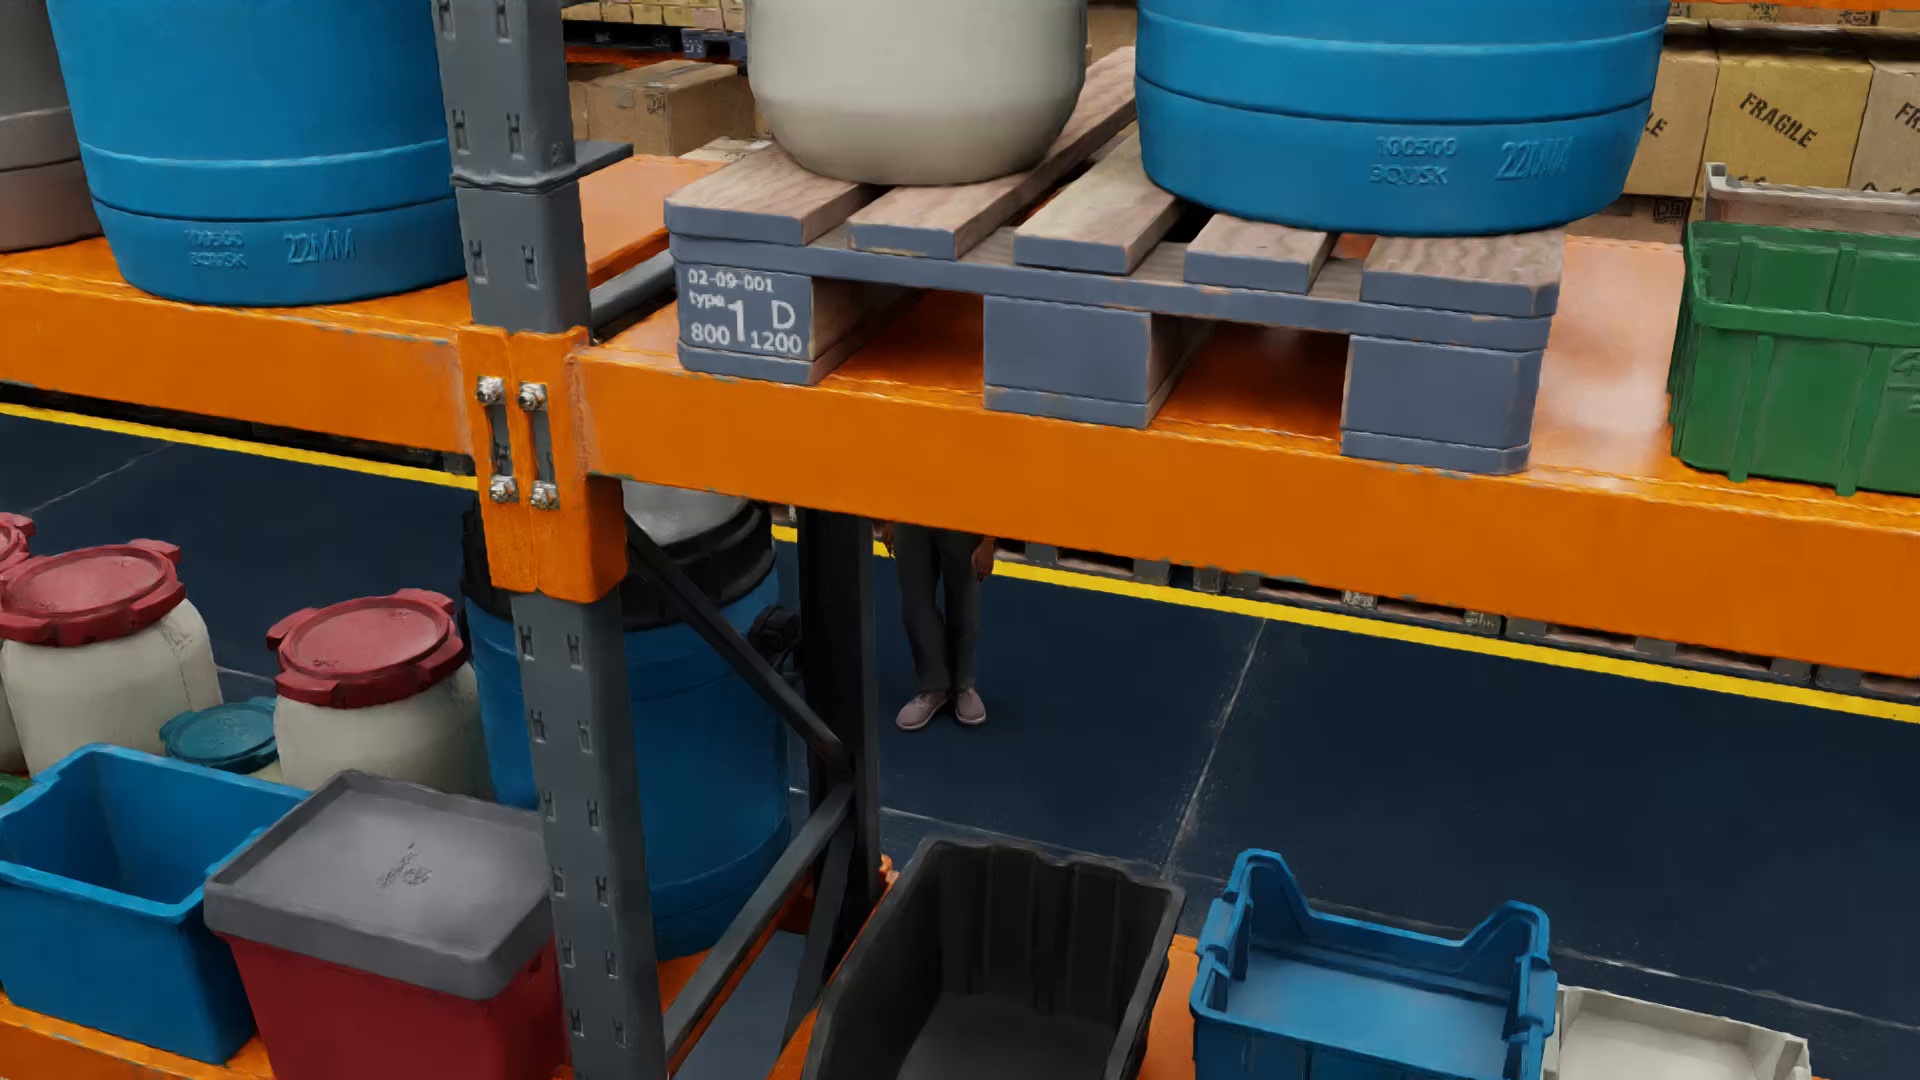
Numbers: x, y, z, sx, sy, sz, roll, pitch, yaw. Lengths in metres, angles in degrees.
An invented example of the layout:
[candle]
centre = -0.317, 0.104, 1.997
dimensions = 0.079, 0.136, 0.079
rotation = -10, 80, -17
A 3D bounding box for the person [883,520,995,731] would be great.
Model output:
[person]
centre = -0.059, -0.055, 6.209
dimensions = 0.483, 1.668, 0.361
rotation = 8, 27, 17
